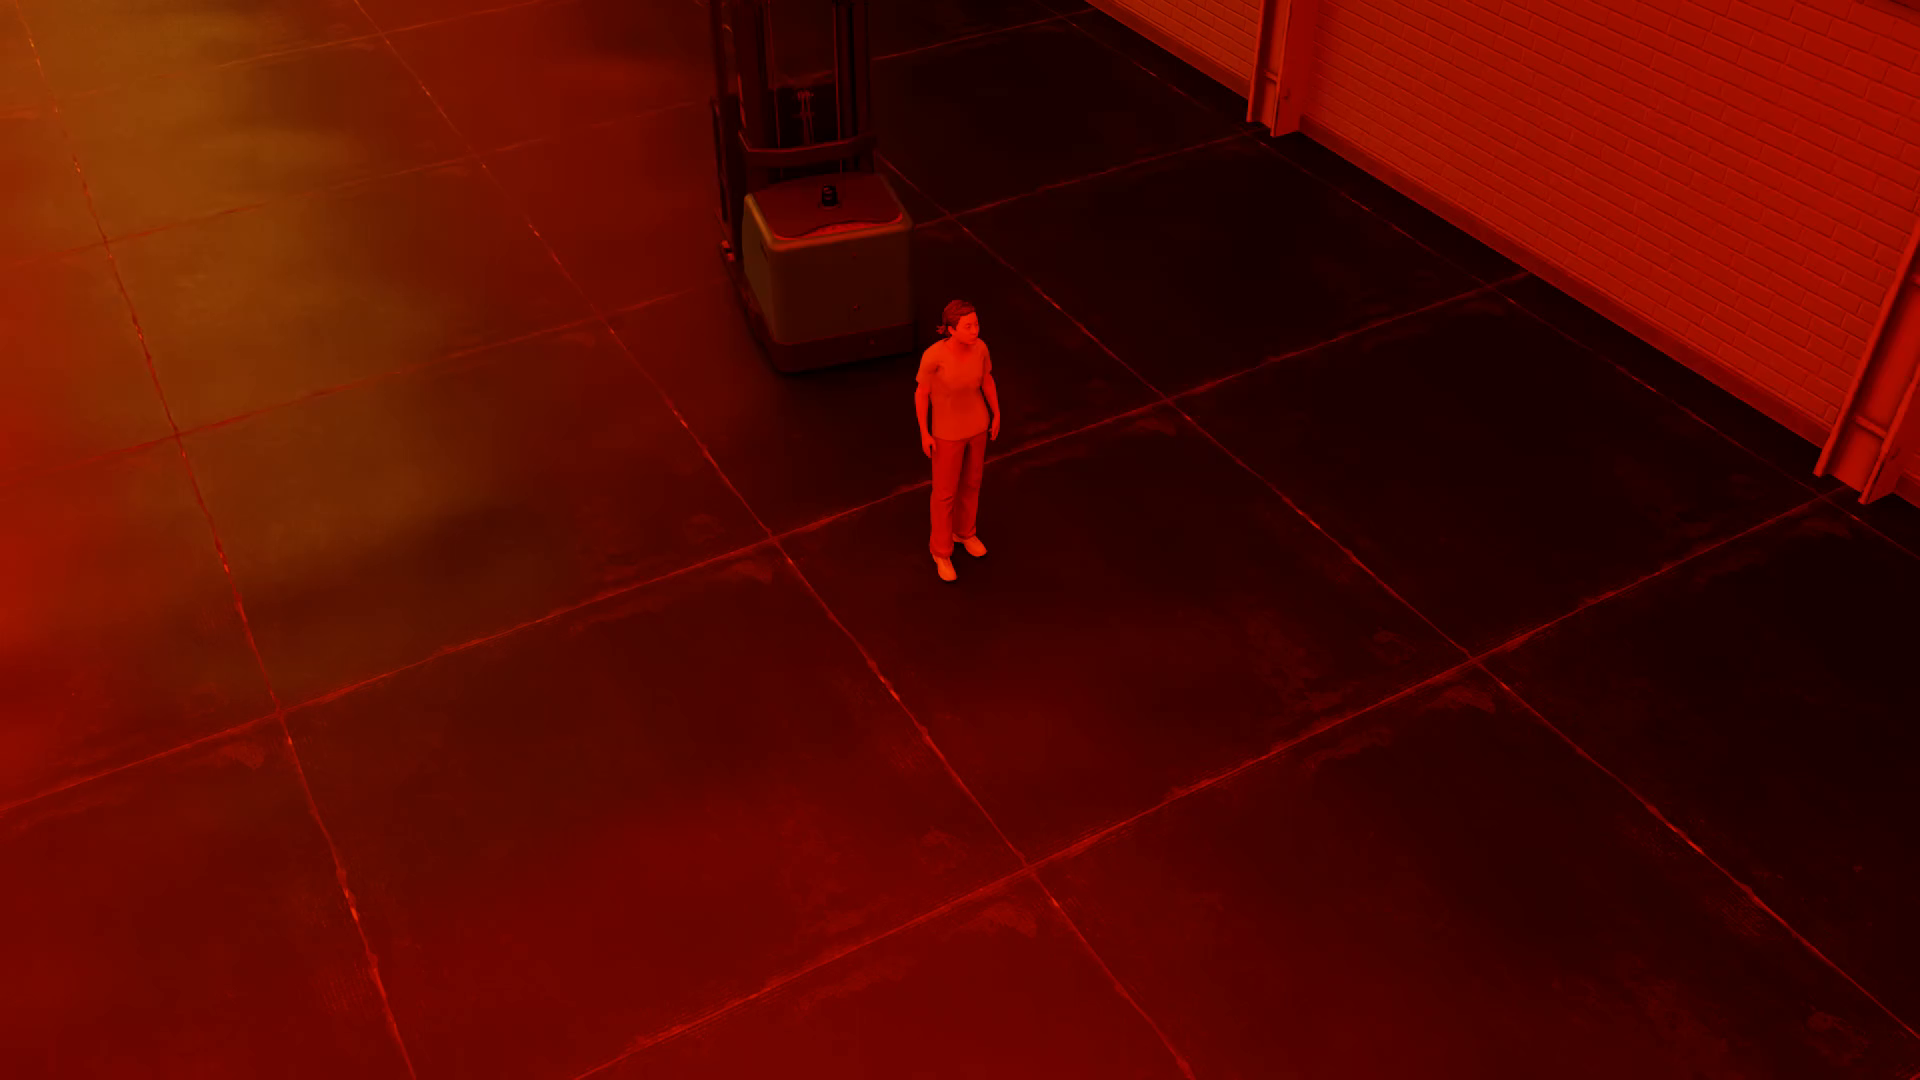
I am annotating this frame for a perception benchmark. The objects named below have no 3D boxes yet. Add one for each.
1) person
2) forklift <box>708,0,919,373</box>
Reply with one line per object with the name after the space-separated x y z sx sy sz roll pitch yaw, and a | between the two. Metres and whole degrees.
0.027 -0.606 9.738 0.553 1.673 0.548 -20 44 -23 | person
-1.245 -3.244 11.948 1.130 2.935 3.031 -12 41 -14 | forklift
